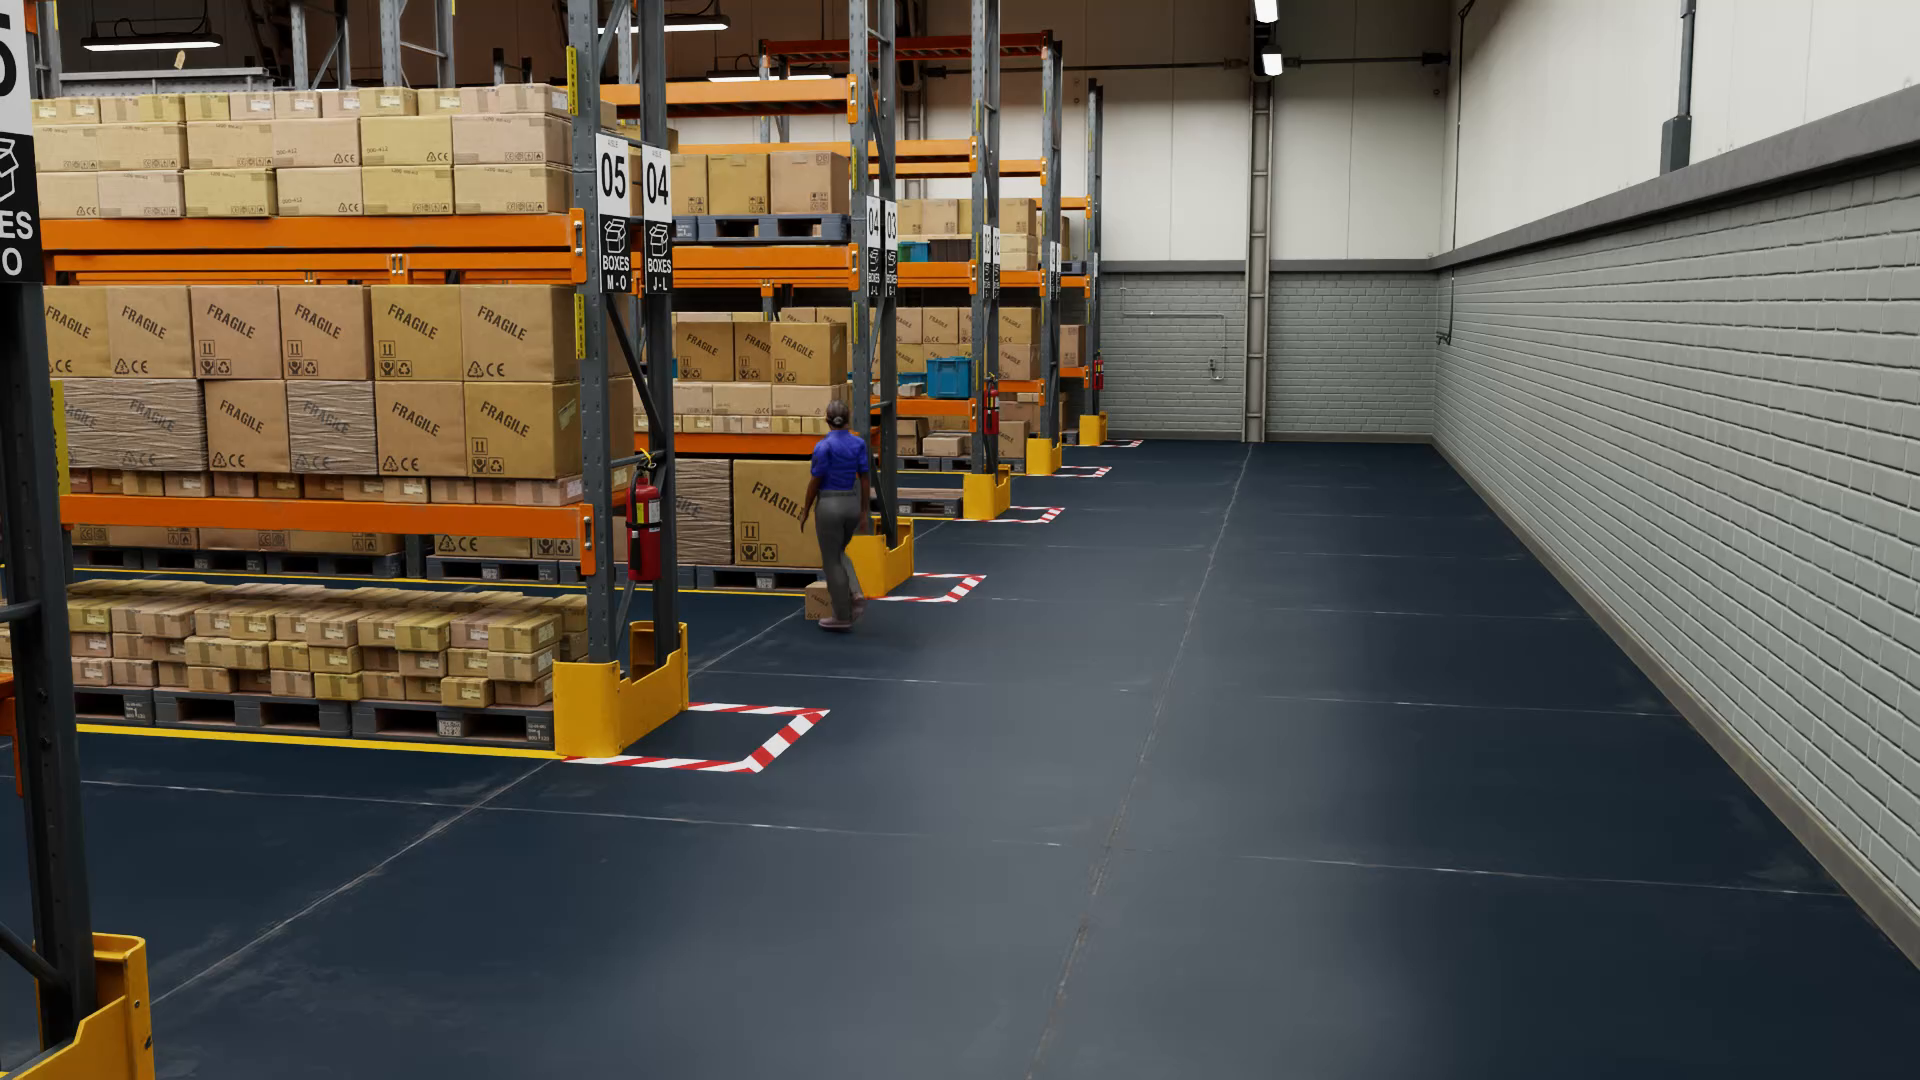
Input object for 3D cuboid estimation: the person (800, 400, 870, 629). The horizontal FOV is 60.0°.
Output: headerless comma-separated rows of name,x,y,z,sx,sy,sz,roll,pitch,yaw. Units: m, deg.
person,-0.922,-0.192,12.017,0.431,1.650,0.451,7,11,43
